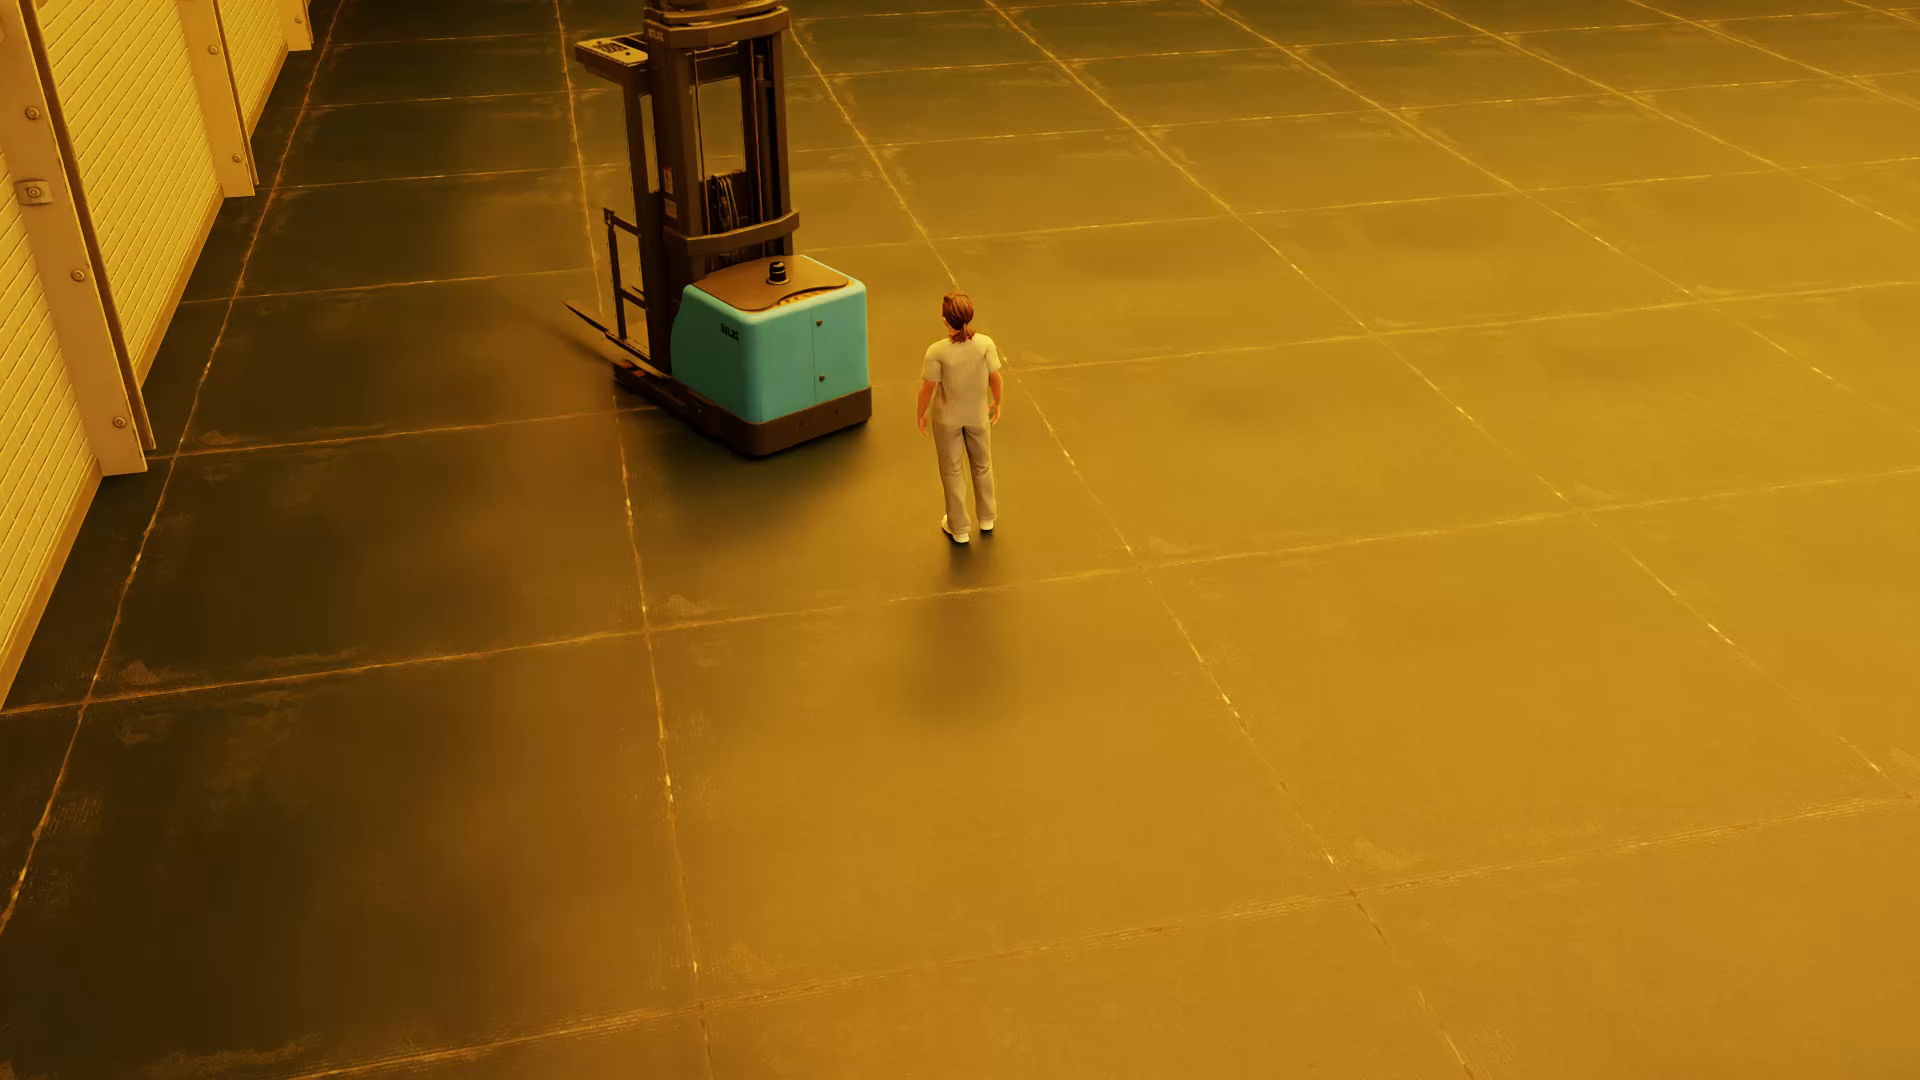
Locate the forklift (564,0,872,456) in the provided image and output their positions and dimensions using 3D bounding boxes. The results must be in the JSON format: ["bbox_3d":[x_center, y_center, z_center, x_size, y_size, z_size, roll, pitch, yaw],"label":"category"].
[{"bbox_3d":[-1.955,-2.511,11.911,1.130,2.935,3.031,-23,37,-34],"label":"forklift"}]

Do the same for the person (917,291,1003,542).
[{"bbox_3d":[-0.004,-0.769,10.141,0.549,1.675,0.549,-7,31,-12],"label":"person"}]
